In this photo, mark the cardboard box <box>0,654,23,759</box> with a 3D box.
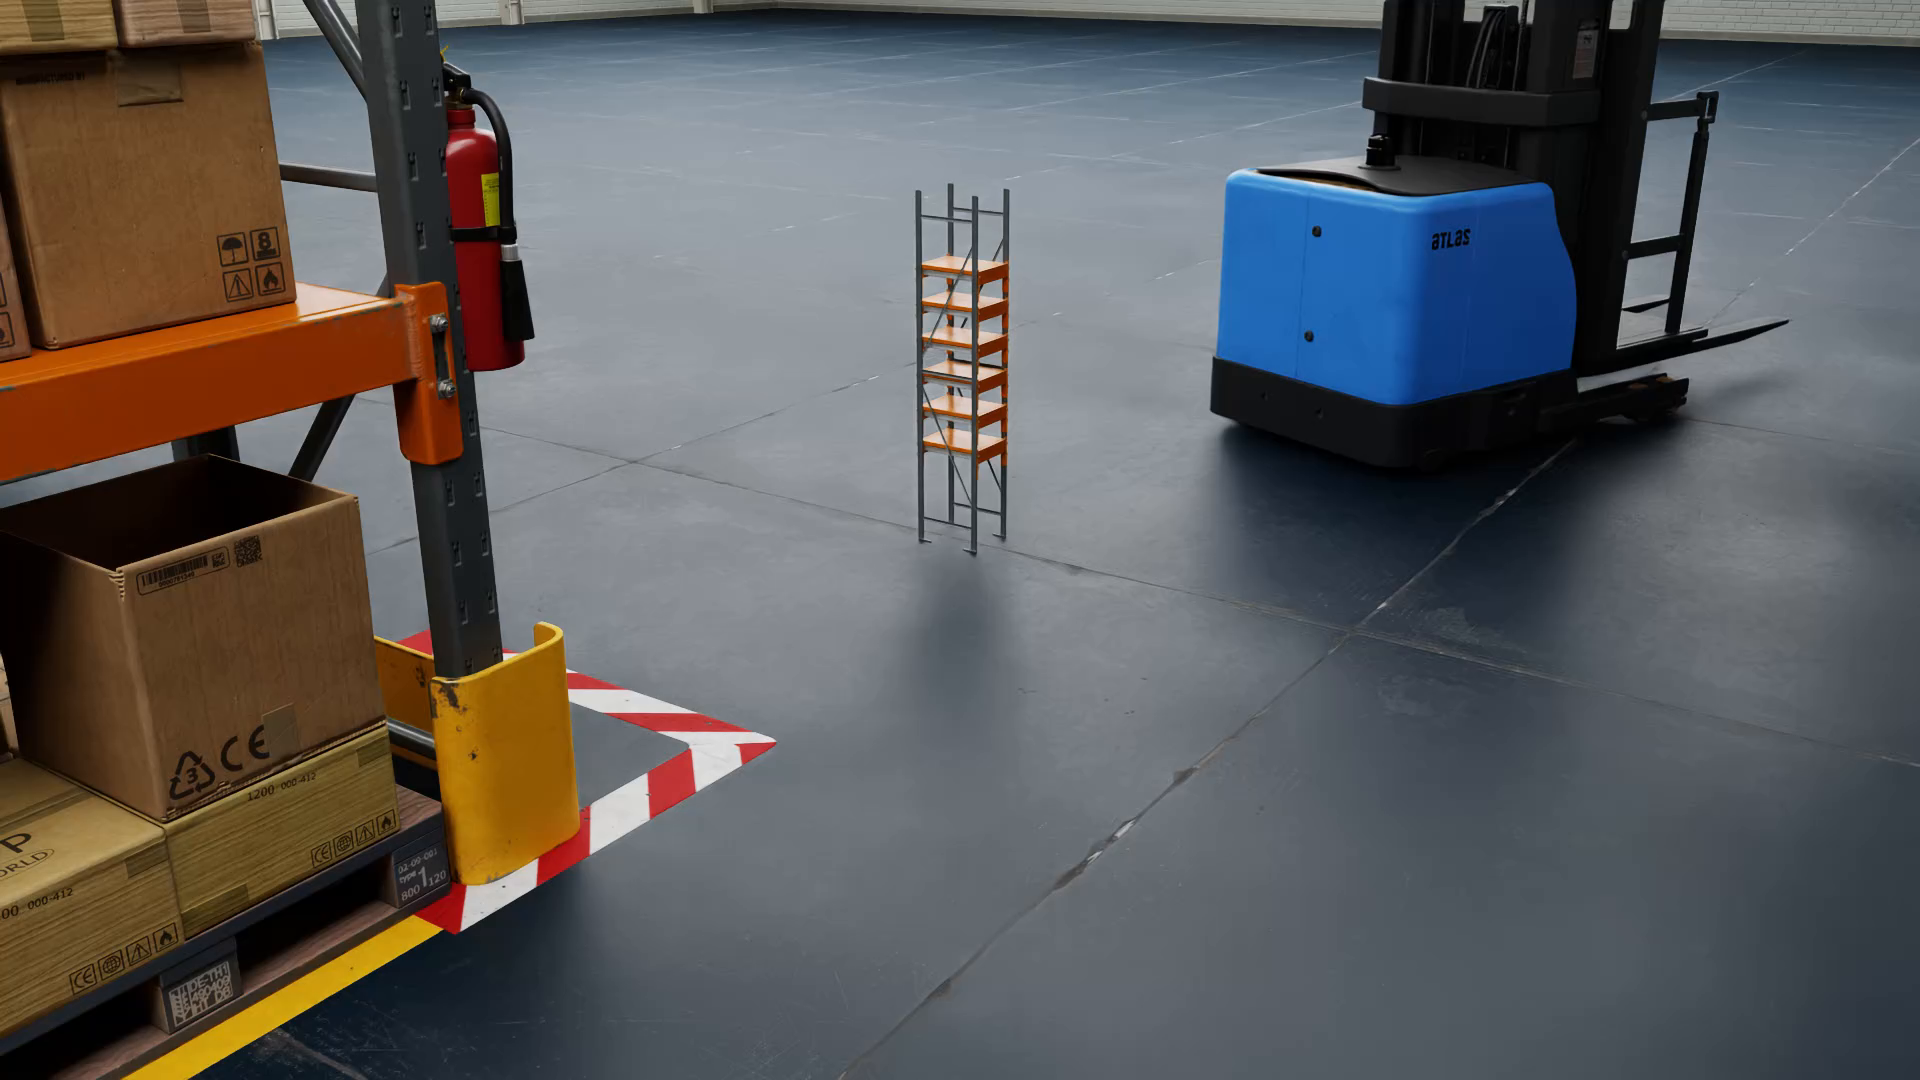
[{"bbox_3d":[-1.949,0.416,3.674,0.500,0.250,0.500,13,24,32],"label":"cardboard box"}]

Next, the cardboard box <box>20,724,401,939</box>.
[{"bbox_3d":[-1.521,0.517,3.401,0.500,0.250,0.500,13,24,32],"label":"cardboard box"}]

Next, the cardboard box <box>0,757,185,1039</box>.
[{"bbox_3d":[-1.792,0.663,3.007,0.500,0.250,0.500,13,24,32],"label":"cardboard box"}]

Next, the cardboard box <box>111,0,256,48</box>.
[{"bbox_3d":[-1.521,-0.991,3.042,0.380,0.149,0.250,13,24,31],"label":"cardboard box"}]

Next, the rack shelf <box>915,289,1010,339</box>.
[{"bbox_3d":[0.008,-0.750,5.500,0.258,0.103,0.180,13,24,32],"label":"rack shelf"}]

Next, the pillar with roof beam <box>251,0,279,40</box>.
[{"bbox_3d":[-9.415,-12.734,27.220,9.100,9.000,0.400,13,24,32],"label":"pillar with roof beam"}]

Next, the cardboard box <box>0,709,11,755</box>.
[{"bbox_3d":[-2.228,0.208,3.155,0.500,0.500,0.500,13,24,32],"label":"cardboard box"}]

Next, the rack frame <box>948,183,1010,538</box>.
[{"bbox_3d":[0.060,-0.593,5.639,0.240,1.200,0.006,13,24,32],"label":"rack frame"}]

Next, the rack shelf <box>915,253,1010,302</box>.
[{"bbox_3d":[0.008,-0.863,5.459,0.258,0.103,0.180,13,24,32],"label":"rack shelf"}]

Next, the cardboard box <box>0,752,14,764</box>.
[{"bbox_3d":[-2.227,0.560,3.284,0.500,0.250,0.500,13,24,32],"label":"cardboard box"}]

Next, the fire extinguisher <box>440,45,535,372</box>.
[{"bbox_3d":[-1.013,-0.694,3.429,0.296,0.674,0.183,13,24,32],"label":"fire extinguisher"}]

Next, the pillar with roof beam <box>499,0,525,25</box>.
[{"bbox_3d":[-6.043,-14.456,31.874,9.100,9.000,0.400,13,24,32],"label":"pillar with roof beam"}]

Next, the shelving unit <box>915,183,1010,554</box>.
[{"bbox_3d":[0.008,-0.567,5.568,0.258,1.200,0.189,13,24,32],"label":"shelving unit"}]

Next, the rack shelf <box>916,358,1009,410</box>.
[{"bbox_3d":[0.008,-0.525,5.583,0.258,0.103,0.180,13,24,32],"label":"rack shelf"}]

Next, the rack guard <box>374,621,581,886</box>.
[{"bbox_3d":[-1.450,0.379,4.021,1.175,0.500,0.348,13,24,32],"label":"rack guard"}]

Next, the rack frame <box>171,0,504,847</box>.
[{"bbox_3d":[-1.464,-0.787,3.569,1.000,3.000,0.127,13,24,32],"label":"rack frame"}]

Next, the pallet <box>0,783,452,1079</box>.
[{"bbox_3d":[-1.859,0.748,3.437,1.003,0.211,1.213,13,24,32],"label":"pallet"}]

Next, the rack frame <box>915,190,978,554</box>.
[{"bbox_3d":[-0.043,-0.541,5.497,0.240,1.200,0.006,13,24,32],"label":"rack frame"}]

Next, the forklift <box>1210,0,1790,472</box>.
[{"bbox_3d":[2.556,-2.017,6.992,3.031,2.935,1.130,-14,24,-33],"label":"forklift"}]

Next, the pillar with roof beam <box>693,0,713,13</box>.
[{"bbox_3d":[-2.670,-16.177,36.528,9.100,9.000,0.400,13,24,32],"label":"pillar with roof beam"}]

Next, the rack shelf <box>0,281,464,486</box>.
[{"bbox_3d":[-2.588,0.124,2.142,1.077,0.370,4.000,13,24,32],"label":"rack shelf"}]

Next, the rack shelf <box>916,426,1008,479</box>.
[{"bbox_3d":[0.008,-0.300,5.667,0.258,0.103,0.180,13,24,32],"label":"rack shelf"}]

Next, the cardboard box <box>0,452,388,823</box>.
[{"bbox_3d":[-1.519,0.166,3.270,0.500,0.500,0.500,13,24,32],"label":"cardboard box"}]

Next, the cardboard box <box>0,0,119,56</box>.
[{"bbox_3d":[-1.667,-0.916,2.838,0.380,0.149,0.250,14,24,33],"label":"cardboard box"}]

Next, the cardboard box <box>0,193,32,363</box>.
[{"bbox_3d":[-2.028,-0.551,2.786,0.700,0.500,0.500,14,24,33],"label":"cardboard box"}]

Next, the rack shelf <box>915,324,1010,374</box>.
[{"bbox_3d":[0.008,-0.638,5.542,0.258,0.103,0.180,13,24,32],"label":"rack shelf"}]

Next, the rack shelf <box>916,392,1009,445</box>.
[{"bbox_3d":[0.008,-0.413,5.625,0.258,0.103,0.180,13,24,32],"label":"rack shelf"}]

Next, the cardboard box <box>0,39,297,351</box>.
[{"bbox_3d":[-1.737,-0.702,3.196,0.700,0.500,0.500,13,24,32],"label":"cardboard box"}]
